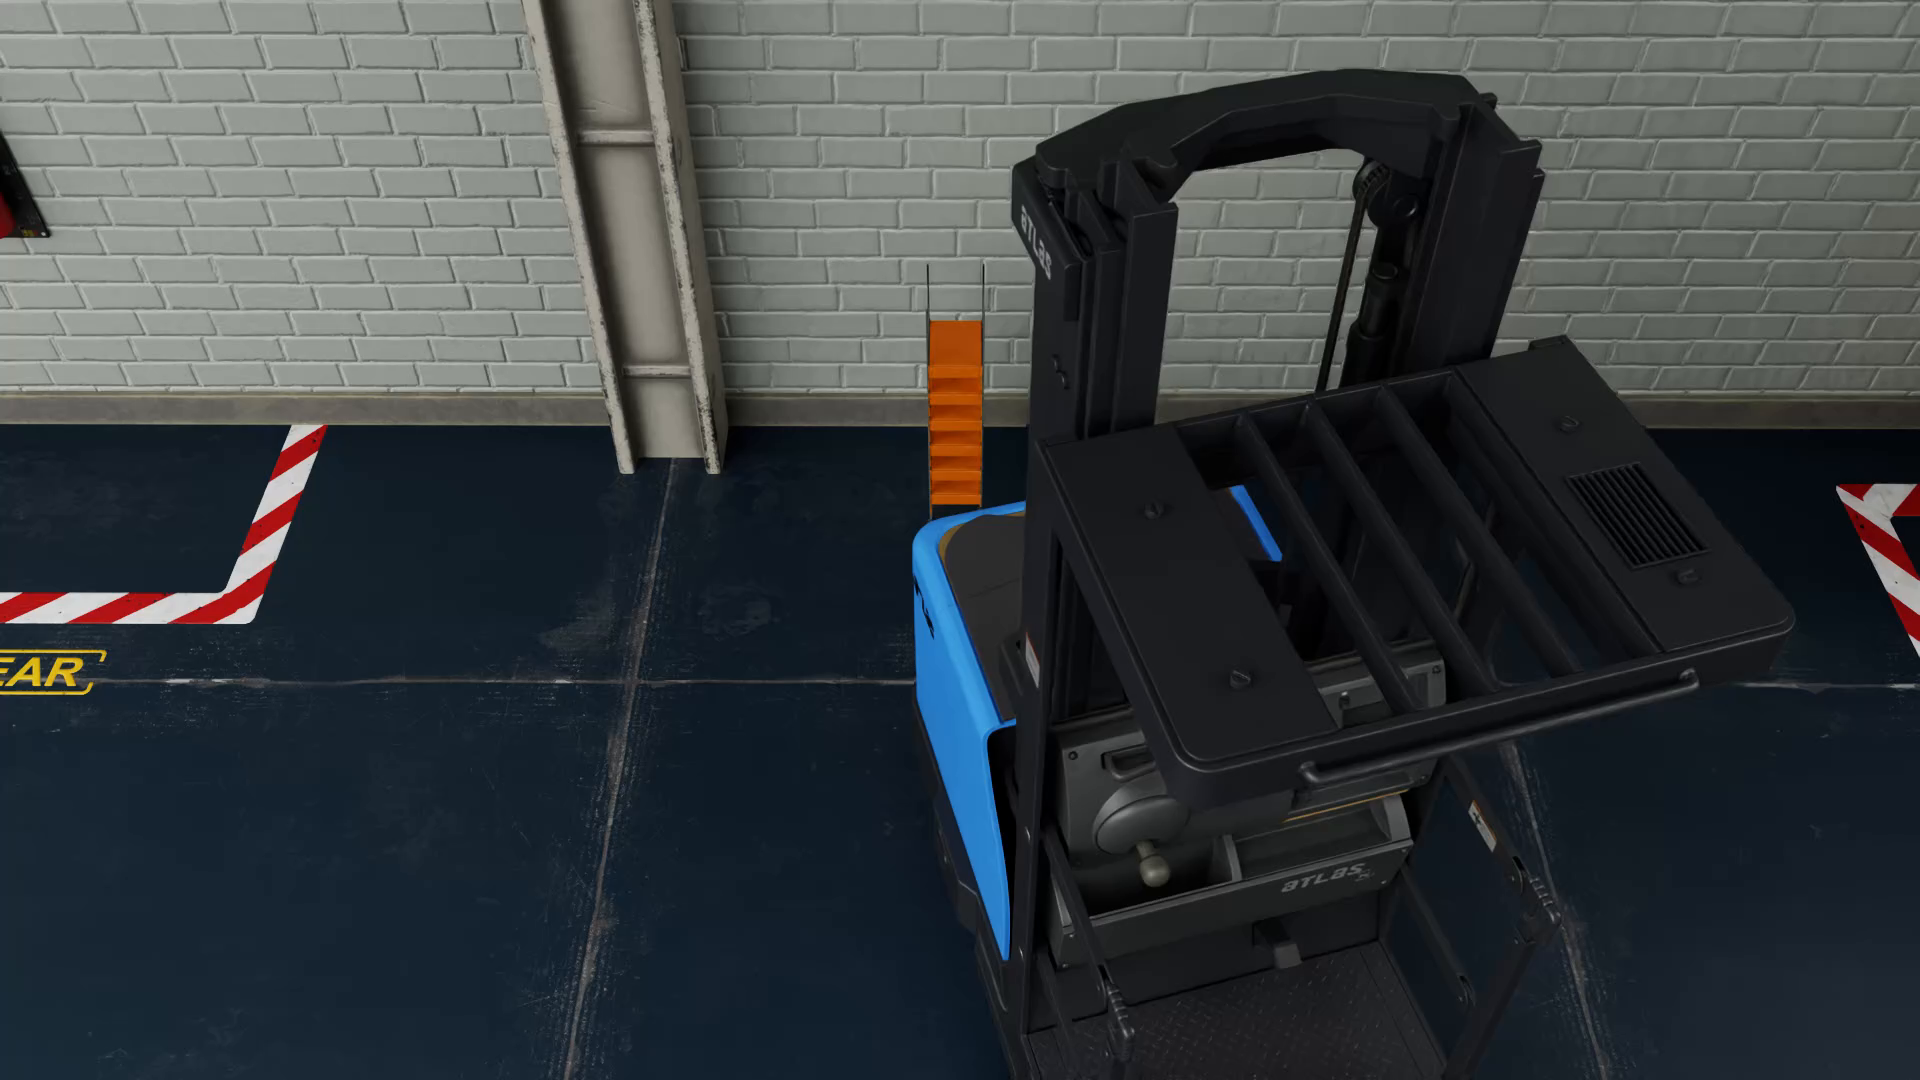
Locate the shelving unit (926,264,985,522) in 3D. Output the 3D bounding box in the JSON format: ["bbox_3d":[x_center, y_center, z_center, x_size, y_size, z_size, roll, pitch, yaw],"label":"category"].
[{"bbox_3d":[-0.014,-0.409,5.811,0.189,1.200,0.258,0,47,0],"label":"shelving unit"}]

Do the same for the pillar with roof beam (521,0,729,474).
[{"bbox_3d":[-1.145,-0.288,0.370,0.400,9.000,9.100,0,47,0],"label":"pillar with roof beam"}]

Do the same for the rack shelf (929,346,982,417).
[{"bbox_3d":[-0.014,-0.542,5.668,0.180,0.103,0.258,0,47,0],"label":"rack shelf"}]

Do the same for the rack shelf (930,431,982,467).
[{"bbox_3d":[-0.014,-0.379,5.843,0.180,0.103,0.258,0,47,0],"label":"rack shelf"}]

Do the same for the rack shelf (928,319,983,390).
[{"bbox_3d":[-0.014,-0.624,5.580,0.180,0.103,0.258,0,47,0],"label":"rack shelf"}]

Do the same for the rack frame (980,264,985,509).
[{"bbox_3d":[0.077,-0.409,5.811,0.006,1.200,0.240,0,47,0],"label":"rack frame"}]

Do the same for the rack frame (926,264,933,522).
[{"bbox_3d":[-0.106,-0.409,5.811,0.006,1.200,0.240,0,47,0],"label":"rack frame"}]

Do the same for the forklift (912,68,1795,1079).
[{"bbox_3d":[0.739,0.625,3.666,1.130,2.935,3.031,-12,48,-11],"label":"forklift"}]

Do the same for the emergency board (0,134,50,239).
[{"bbox_3d":[-3.600,-1.430,5.531,0.643,1.169,0.194,0,47,0],"label":"emergency board"}]

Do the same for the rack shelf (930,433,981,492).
[{"bbox_3d":[-0.014,-0.297,5.931,0.180,0.103,0.258,0,47,0],"label":"rack shelf"}]

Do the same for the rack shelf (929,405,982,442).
[{"bbox_3d":[-0.014,-0.460,5.756,0.180,0.103,0.258,0,47,0],"label":"rack shelf"}]

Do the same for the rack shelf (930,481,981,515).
[{"bbox_3d":[-0.014,-0.215,6.019,0.180,0.103,0.258,0,47,0],"label":"rack shelf"}]
